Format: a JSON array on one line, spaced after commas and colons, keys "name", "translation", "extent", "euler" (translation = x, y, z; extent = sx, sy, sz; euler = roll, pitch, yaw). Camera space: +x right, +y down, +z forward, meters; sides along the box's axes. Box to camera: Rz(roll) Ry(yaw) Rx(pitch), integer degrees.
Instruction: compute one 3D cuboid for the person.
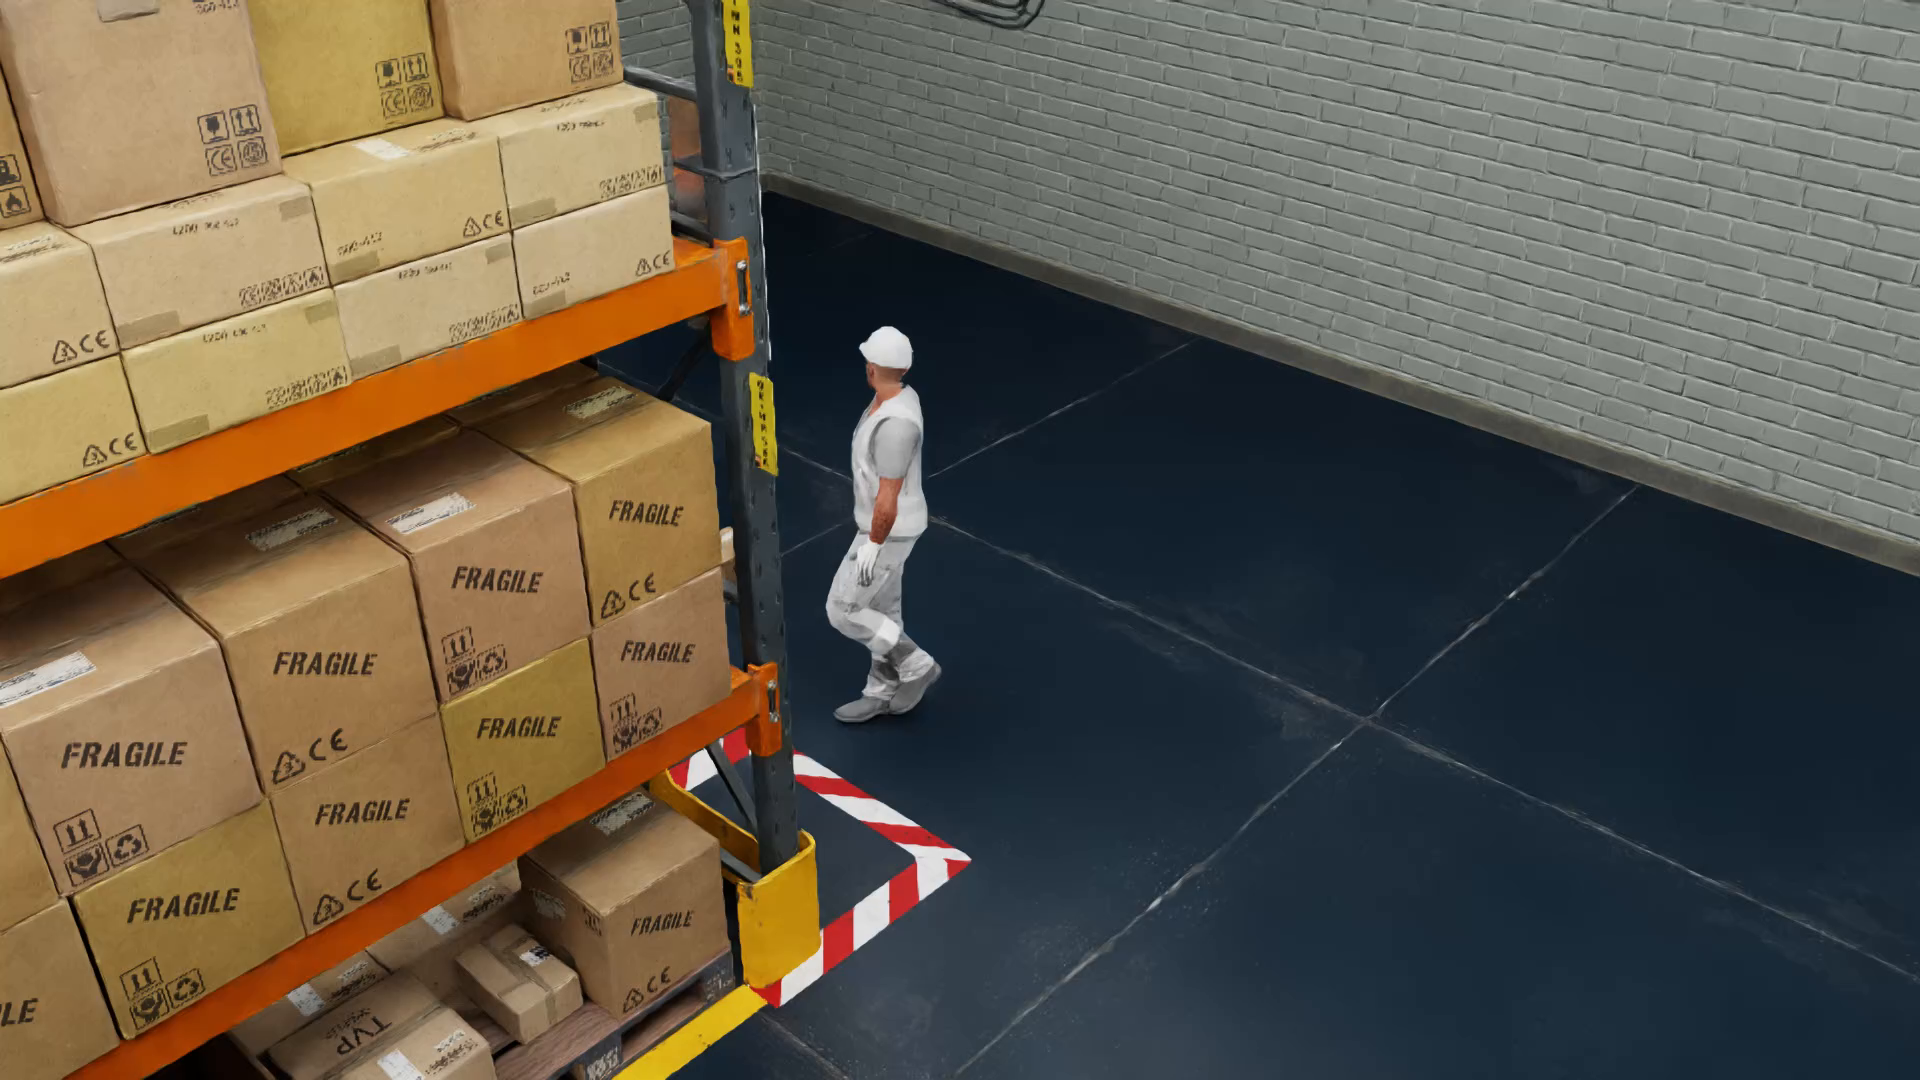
[{"name": "person", "translation": [-0.367, -0.044, 7.198], "extent": [0.462, 1.770, 0.655], "euler": [-3, 31, -5]}]
